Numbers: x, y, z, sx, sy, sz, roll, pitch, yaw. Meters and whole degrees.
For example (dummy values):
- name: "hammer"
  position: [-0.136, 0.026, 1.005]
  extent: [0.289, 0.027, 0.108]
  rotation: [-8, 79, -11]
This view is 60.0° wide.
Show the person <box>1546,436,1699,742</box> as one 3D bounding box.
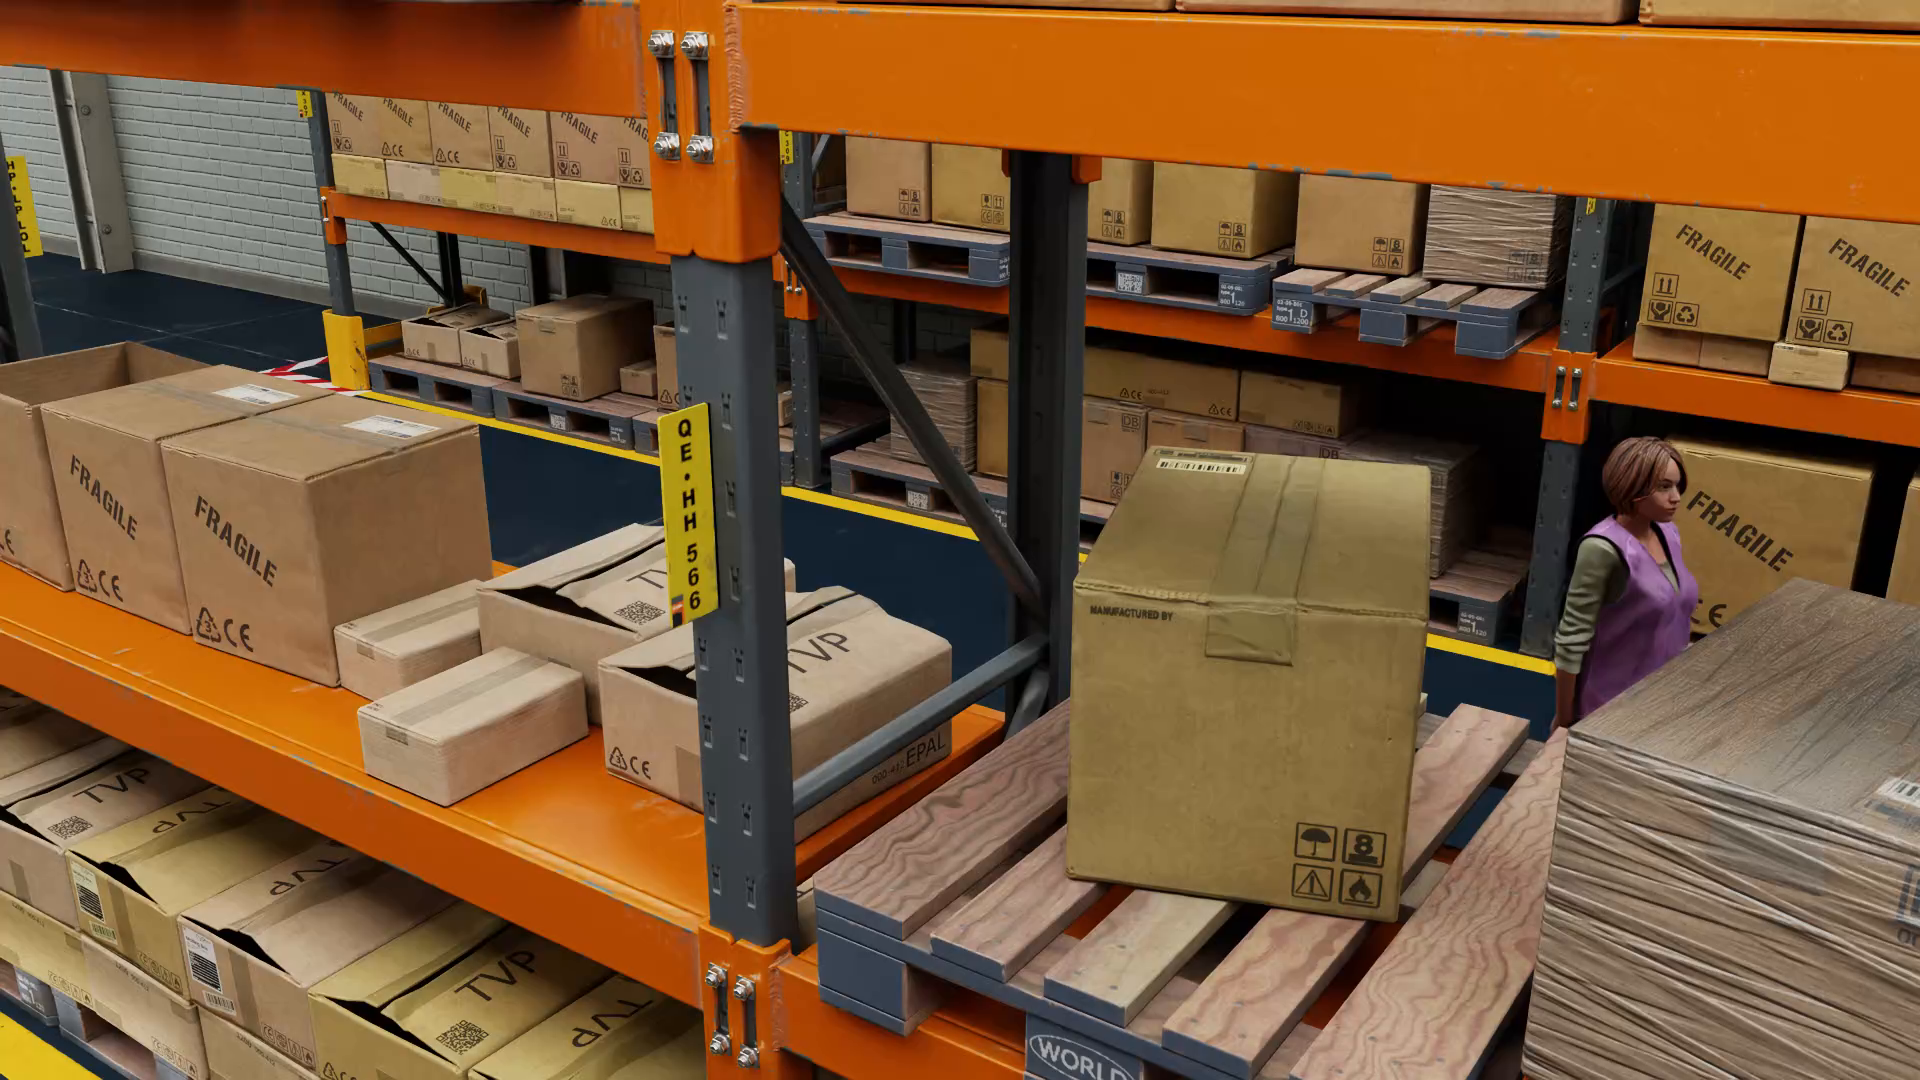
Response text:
- name: "person"
  position: [1.884, 0.511, 4.705]
  extent: [0.416, 1.617, 0.465]
  rotation: [-17, 26, -39]
